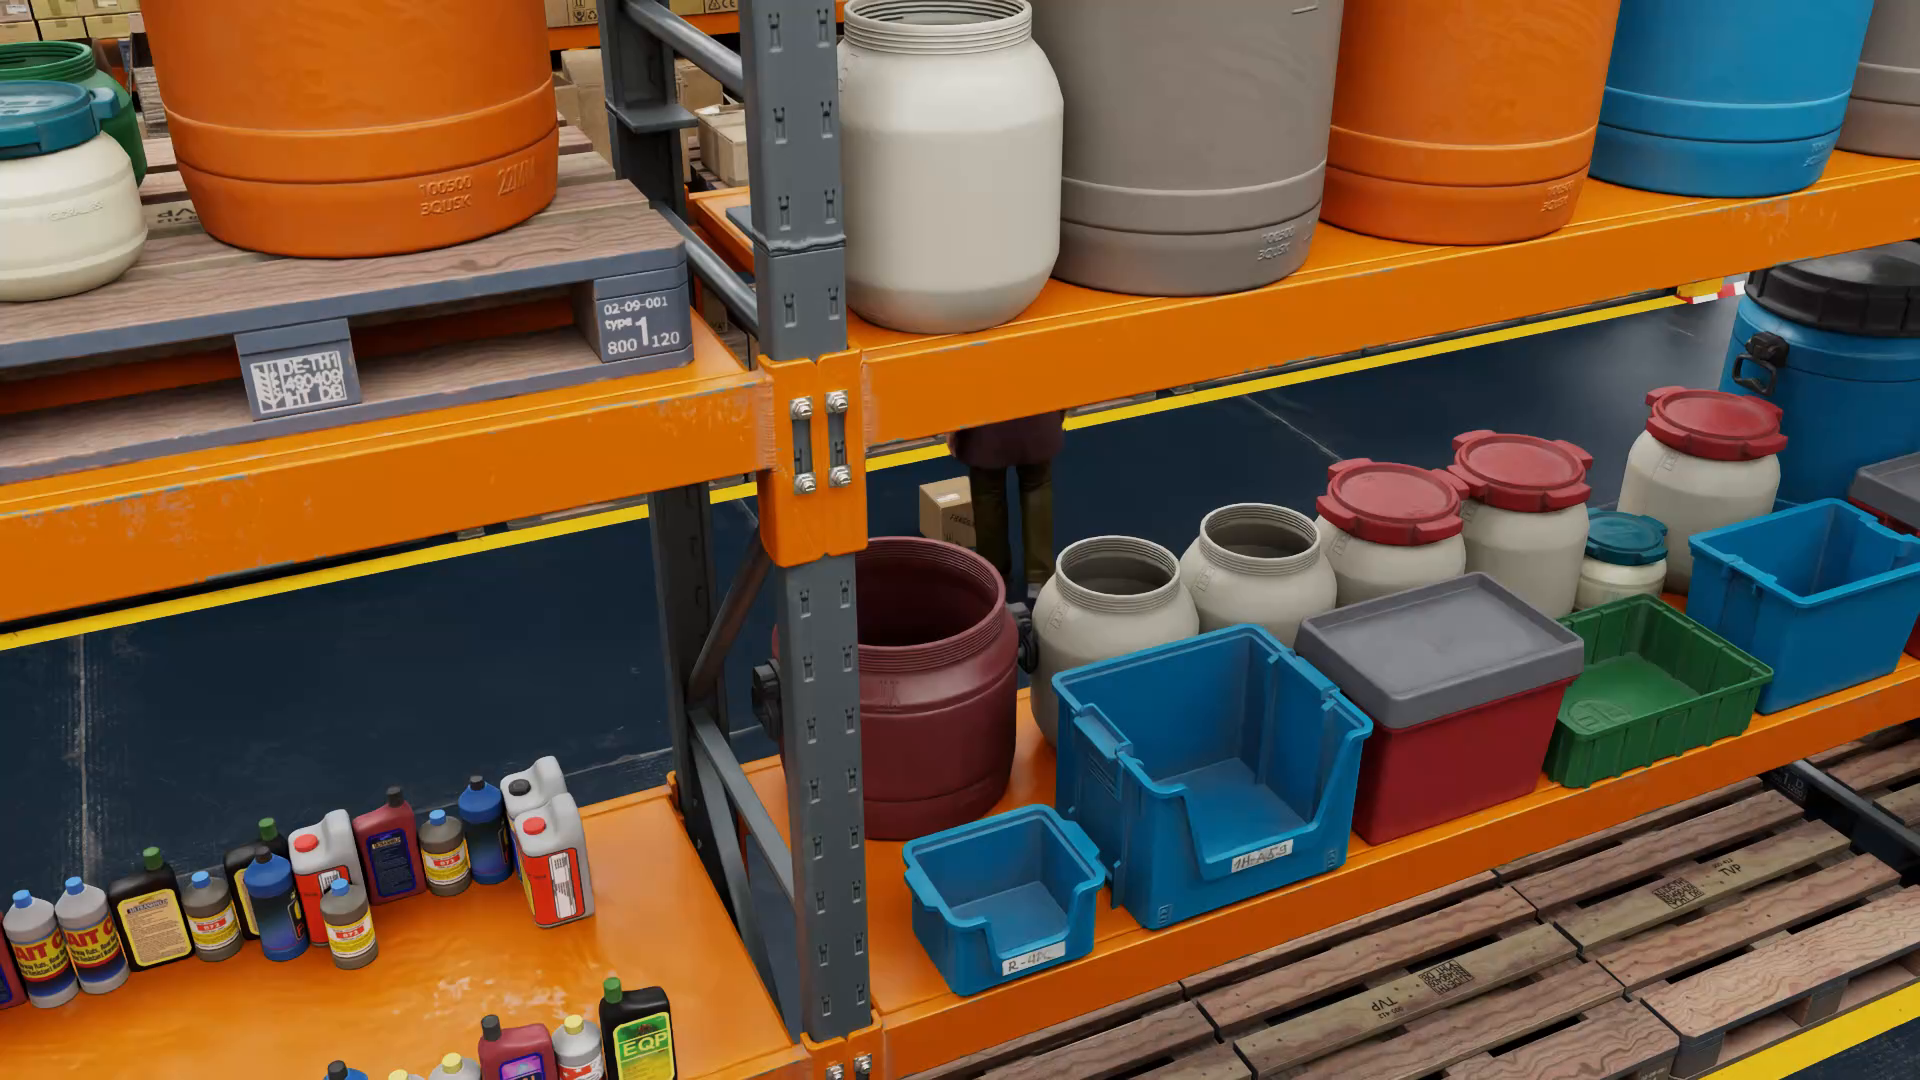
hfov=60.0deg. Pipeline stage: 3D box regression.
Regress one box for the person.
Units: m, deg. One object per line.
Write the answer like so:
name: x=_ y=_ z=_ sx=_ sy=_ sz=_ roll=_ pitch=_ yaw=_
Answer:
person: x=0.214 y=-0.556 z=7.114 sx=0.631 sy=1.777 sz=0.540 roll=-9 pitch=30 yaw=-16
